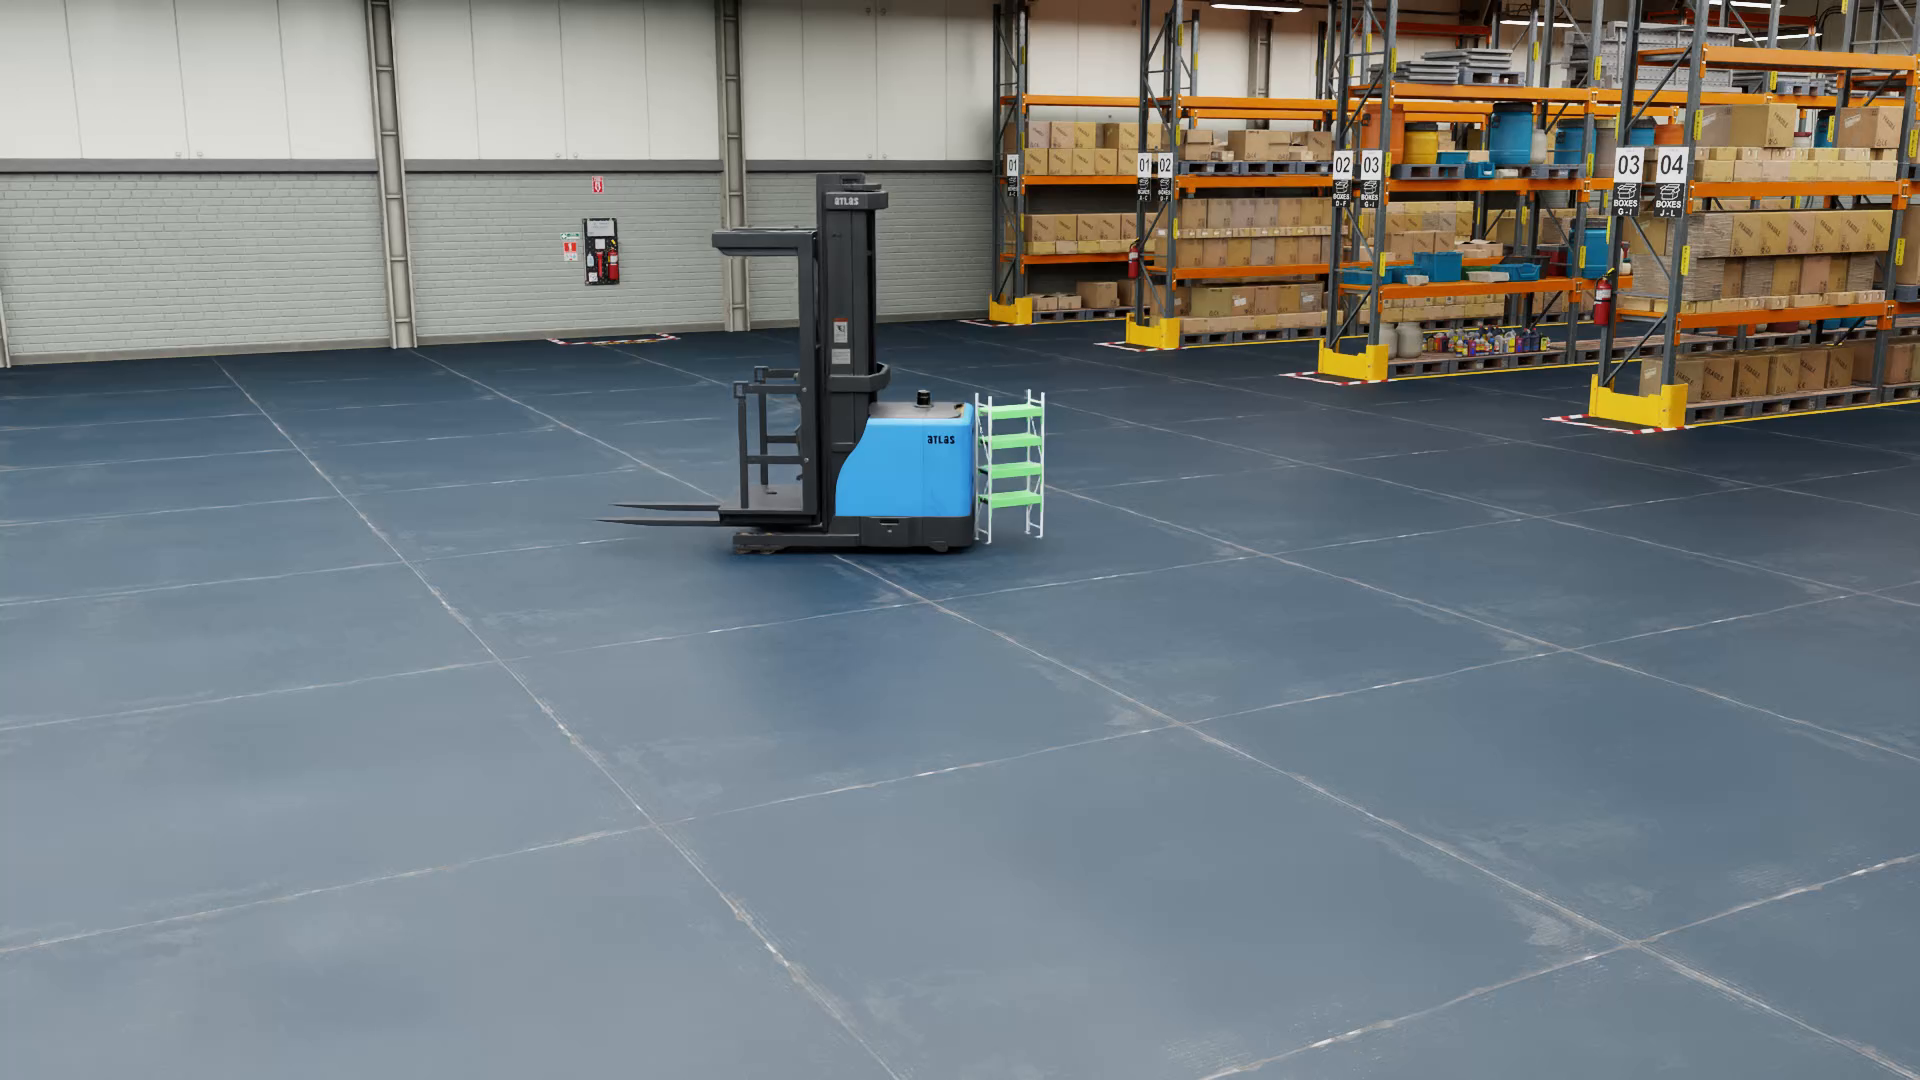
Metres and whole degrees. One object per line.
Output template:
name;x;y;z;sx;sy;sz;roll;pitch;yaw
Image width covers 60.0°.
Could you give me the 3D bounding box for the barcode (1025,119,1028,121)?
barcode;1.309;-8.214;32.574;0.075;0.075;0.001;-7;14;-28

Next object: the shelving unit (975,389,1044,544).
shelving unit;0.404;-0.600;13.541;0.503;1.200;0.258;-7;14;-27

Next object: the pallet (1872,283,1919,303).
pallet;12.297;-3.267;21.729;1.213;0.211;1.003;-7;14;-28

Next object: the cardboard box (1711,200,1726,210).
cardboard box;15.287;-6.699;34.040;0.500;0.500;0.500;-7;15;-30

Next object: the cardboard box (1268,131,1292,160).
cardboard box;5.307;-6.855;28.896;0.637;0.503;0.797;-5;14;-22

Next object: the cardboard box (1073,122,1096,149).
cardboard box;2.289;-7.853;32.290;0.500;0.500;0.500;-6;14;-26

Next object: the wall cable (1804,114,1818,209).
wall cable;20.105;-9.372;41.830;0.112;2.526;3.097;-7;14;-28

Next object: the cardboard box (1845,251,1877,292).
cardboard box;11.132;-3.466;21.274;0.500;0.500;0.875;-7;14;-28

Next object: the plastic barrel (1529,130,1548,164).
plastic barrel;8.711;-5.978;25.296;0.421;0.512;0.421;0;13;0

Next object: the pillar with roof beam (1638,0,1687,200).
pillar with roof beam;18.987;-9.982;37.467;0.548;9.000;9.100;-7;14;-28

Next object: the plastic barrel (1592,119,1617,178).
plastic barrel;10.099;-6.134;26.061;0.600;0.901;0.600;0;13;0

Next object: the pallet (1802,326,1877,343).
pallet;15.508;-3.670;29.437;1.213;0.211;1.003;-7;14;-28

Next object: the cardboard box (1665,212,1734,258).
cardboard box;8.659;-3.574;19.476;0.500;0.500;0.500;-7;14;-28

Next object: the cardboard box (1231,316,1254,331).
cardboard box;4.755;-3.779;28.876;0.500;0.250;0.500;-7;14;-28

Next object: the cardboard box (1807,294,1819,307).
cardboard box;10.387;-2.984;20.609;0.250;0.149;0.380;-7;14;-28

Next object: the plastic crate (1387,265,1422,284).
plastic crate;6.541;-3.946;24.652;0.408;0.251;0.499;-7;14;-28

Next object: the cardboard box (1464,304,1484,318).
cardboard box;9.528;-4.344;31.387;0.500;0.250;0.500;-7;14;-29

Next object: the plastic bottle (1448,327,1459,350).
plastic bottle;7.574;-3.095;25.563;0.185;0.351;0.144;-6;14;-26

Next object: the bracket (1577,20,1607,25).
bracket;14.454;-12.183;39.048;4.783;0.066;0.076;-7;14;-28

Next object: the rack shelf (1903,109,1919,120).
rack shelf;17.960;-7.695;29.855;4.000;0.370;1.077;-7;14;-28

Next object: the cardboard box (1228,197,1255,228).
cardboard box;4.665;-5.640;28.656;0.500;0.500;0.700;-7;14;-28

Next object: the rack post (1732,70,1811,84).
rack post;13.310;-7.657;27.310;0.937;0.300;0.954;-7;14;-28

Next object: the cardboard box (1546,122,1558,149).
cardboard box;11.157;-7.736;31.817;0.500;0.500;0.500;-7;14;-28

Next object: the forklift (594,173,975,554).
forklift;-1.406;-1.434;13.306;3.031;2.935;1.130;1;13;2

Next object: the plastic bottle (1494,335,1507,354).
plastic bottle;8.159;-2.954;25.106;0.135;0.276;0.152;-7;14;-27

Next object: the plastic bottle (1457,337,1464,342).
plastic bottle;7.670;-3.004;25.497;0.097;0.201;0.097;0;13;0

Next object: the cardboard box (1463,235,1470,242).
cardboard box;11.297;-6.810;37.565;0.250;0.149;0.380;-7;14;-27

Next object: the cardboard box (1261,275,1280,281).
cardboard box;6.410;-5.412;35.517;0.500;0.500;0.700;-7;14;-28

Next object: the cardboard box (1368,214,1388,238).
cardboard box;8.960;-6.851;36.269;0.500;0.500;0.500;-6;14;-26

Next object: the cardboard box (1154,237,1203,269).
cardboard box;3.718;-4.892;28.286;0.500;0.500;0.700;-7;14;-28

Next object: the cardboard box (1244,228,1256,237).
cardboard box;4.879;-5.297;28.611;0.250;0.149;0.380;-7;14;-29

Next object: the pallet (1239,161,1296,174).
pallet;5.007;-6.415;28.653;1.213;0.211;1.003;-7;14;-28

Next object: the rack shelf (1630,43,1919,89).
rack shelf;9.801;-5.672;19.961;4.000;0.370;1.077;-7;14;-28

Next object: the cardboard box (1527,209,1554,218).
cardboard box;13.219;-7.368;38.832;0.700;0.700;0.980;-8;15;-31

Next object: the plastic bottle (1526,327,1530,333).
plastic bottle;8.687;-3.089;25.535;0.185;0.351;0.144;-7;14;-28

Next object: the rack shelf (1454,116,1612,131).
rack shelf;13.213;-9.604;38.339;4.000;0.370;1.077;-7;14;-28

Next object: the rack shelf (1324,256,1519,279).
rack shelf;8.568;-5.077;30.974;4.000;0.370;1.077;-7;14;-28

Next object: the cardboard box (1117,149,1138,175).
cardboard box;3.193;-7.476;32.893;0.500;0.500;0.500;-7;15;-30

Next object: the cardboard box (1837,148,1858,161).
cardboard box;10.722;-4.715;20.330;0.250;0.149;0.380;-7;15;-30

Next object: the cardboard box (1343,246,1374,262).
cardboard box;7.224;-5.204;30.244;0.500;0.250;0.500;-6;14;-24

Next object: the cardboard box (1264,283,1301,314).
cardboard box;5.629;-4.252;29.269;0.500;0.500;0.500;-7;14;-28

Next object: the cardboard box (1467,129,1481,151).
cardboard box;11.959;-9.141;38.014;0.500;0.500;0.500;-7;14;-28

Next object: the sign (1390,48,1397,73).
sign;5.932;-6.560;22.738;0.005;0.325;0.100;-7;14;-28

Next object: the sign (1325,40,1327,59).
sign;6.542;-8.742;29.649;0.005;0.325;0.100;-7;14;-28

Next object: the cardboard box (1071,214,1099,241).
cardboard box;2.383;-6.149;32.687;0.500;0.500;0.500;-7;15;-30

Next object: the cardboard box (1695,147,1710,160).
cardboard box;8.398;-4.456;19.180;0.250;0.149;0.380;-7;14;-28

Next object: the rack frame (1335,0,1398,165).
rack frame;5.672;-6.768;23.188;0.127;3.000;1.000;-7;14;-28

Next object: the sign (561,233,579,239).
sign;-6.855;-5.344;29.233;0.331;0.109;0.001;-7;14;-28

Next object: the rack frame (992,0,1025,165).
rack frame;0.925;-8.678;31.672;0.127;3.000;1.000;-7;14;-28

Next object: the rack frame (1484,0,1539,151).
rack frame;10.324;-8.565;31.171;0.127;3.000;1.000;-7;14;-28

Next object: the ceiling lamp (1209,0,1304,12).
ceiling lamp;5.662;-11.391;30.435;2.000;3.185;0.800;-7;14;-28

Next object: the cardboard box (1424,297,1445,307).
cardboard box;8.644;-4.512;30.854;0.500;0.311;0.500;-6;14;-26

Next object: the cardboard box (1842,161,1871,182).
cardboard box;10.818;-4.547;20.490;0.500;0.250;0.500;-6;14;-26
